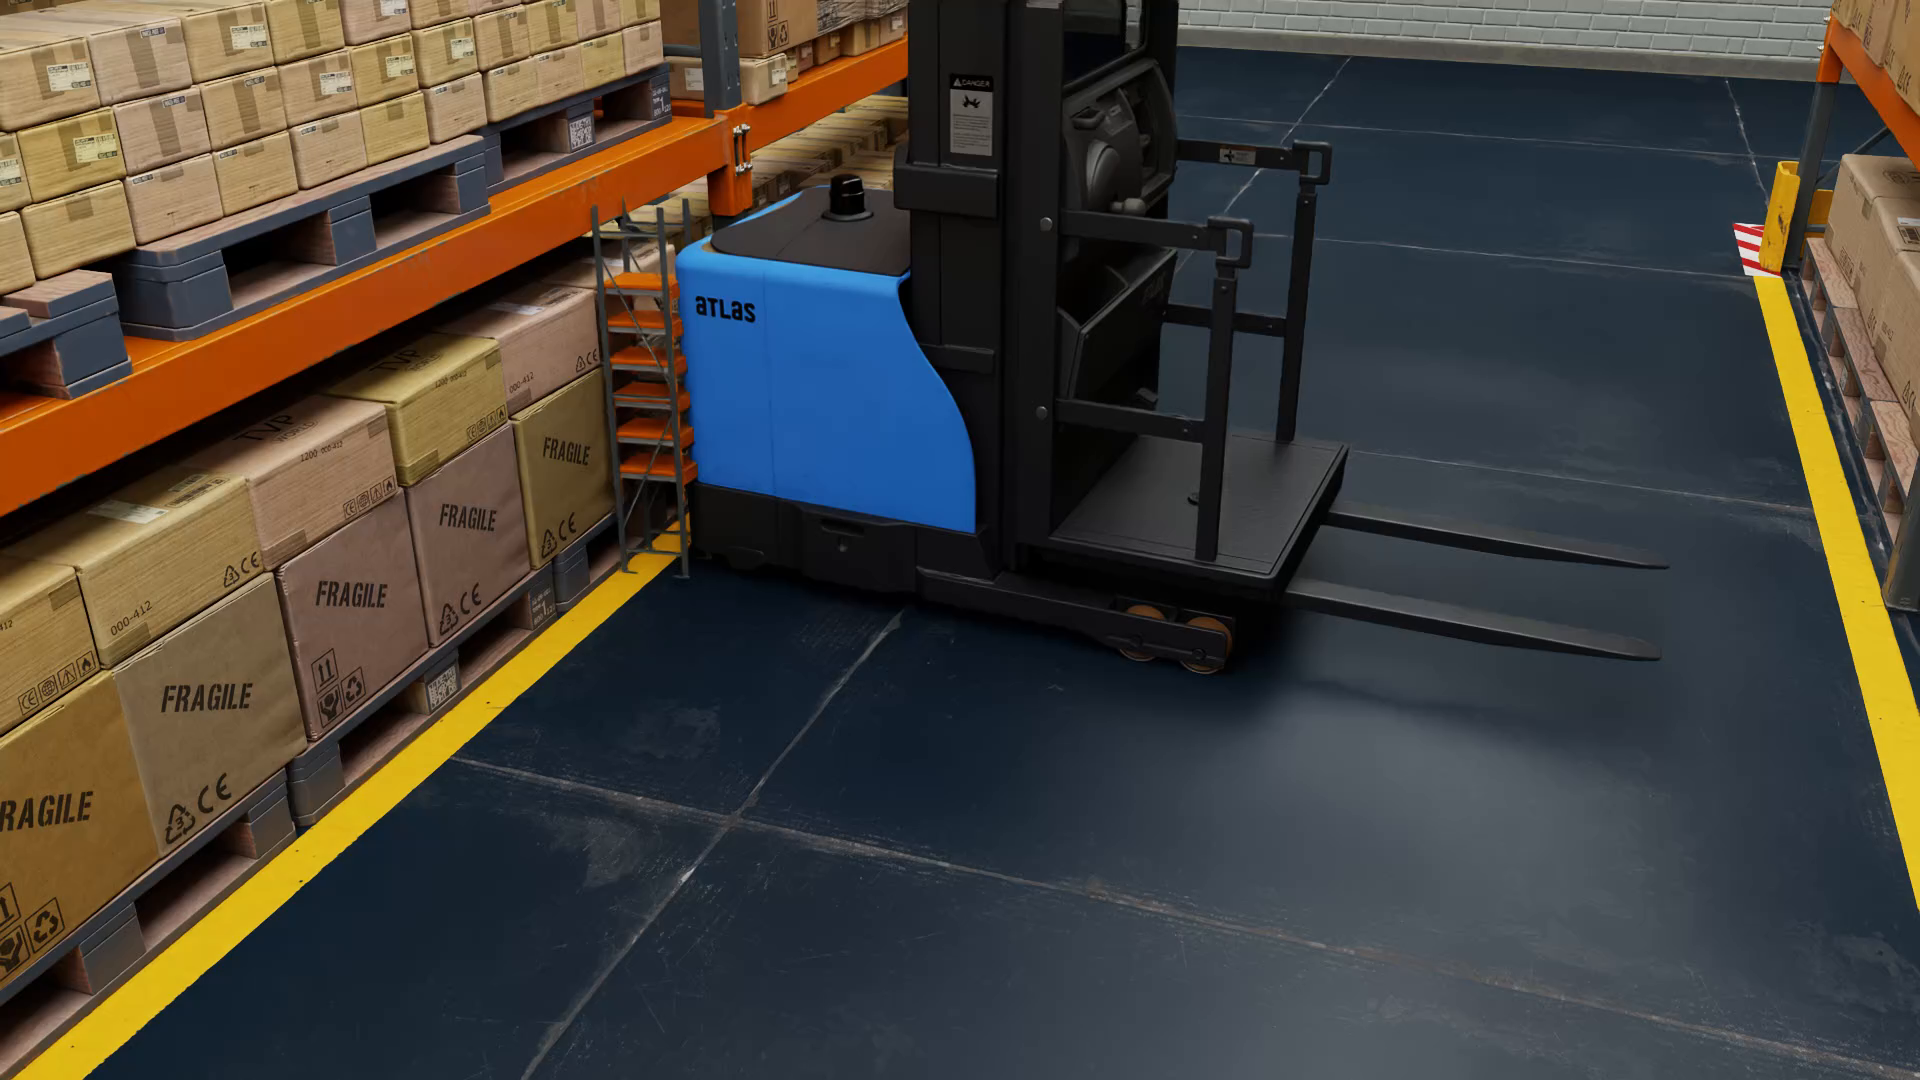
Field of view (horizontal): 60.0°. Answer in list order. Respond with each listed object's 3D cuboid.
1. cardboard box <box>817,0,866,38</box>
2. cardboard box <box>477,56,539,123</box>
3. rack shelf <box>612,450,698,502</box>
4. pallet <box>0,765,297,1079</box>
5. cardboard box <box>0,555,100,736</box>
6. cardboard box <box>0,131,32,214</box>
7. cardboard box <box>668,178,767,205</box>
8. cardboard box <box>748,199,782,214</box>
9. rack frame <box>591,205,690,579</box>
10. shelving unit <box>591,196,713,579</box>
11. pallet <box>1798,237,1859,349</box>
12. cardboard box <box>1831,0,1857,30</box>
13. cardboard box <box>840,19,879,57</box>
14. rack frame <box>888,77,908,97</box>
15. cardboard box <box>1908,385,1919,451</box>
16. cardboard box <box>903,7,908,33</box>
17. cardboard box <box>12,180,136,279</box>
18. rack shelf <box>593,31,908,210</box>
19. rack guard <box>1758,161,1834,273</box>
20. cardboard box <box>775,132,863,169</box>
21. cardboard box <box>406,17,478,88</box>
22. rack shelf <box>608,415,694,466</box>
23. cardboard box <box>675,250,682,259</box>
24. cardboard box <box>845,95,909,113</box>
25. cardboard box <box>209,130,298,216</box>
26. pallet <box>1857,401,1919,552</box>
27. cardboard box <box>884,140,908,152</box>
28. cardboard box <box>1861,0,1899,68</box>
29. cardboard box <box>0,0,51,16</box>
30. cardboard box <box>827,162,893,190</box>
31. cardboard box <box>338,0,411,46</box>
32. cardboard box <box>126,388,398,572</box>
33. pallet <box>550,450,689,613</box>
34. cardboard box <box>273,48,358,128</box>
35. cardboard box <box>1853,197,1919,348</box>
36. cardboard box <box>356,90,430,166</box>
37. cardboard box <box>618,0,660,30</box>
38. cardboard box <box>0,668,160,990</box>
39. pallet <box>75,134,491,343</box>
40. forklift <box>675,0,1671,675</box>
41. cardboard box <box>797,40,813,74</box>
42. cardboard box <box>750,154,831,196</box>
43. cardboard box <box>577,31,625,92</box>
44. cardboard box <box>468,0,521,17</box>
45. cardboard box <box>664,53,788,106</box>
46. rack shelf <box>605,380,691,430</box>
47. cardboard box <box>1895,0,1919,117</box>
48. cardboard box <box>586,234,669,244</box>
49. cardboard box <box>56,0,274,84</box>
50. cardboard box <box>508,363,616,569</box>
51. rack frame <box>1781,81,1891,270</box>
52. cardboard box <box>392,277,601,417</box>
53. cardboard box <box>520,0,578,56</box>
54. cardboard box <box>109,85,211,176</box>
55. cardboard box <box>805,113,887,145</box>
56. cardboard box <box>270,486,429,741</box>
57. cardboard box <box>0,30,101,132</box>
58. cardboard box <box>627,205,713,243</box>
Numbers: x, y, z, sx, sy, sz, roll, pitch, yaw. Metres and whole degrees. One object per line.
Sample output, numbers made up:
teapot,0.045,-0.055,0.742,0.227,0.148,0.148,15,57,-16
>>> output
cardboard box,-0.705,-2.306,6.615,0.500,0.500,0.500,9,27,17
cardboard box,-1.465,-1.328,4.857,0.380,0.149,0.250,7,27,15
rack shelf,-0.976,-0.210,5.424,0.258,0.103,0.180,5,21,15
pallet,-2.335,0.822,3.810,1.003,0.211,1.213,9,27,17
cardboard box,-2.138,0.238,3.342,0.500,0.250,0.500,8,27,15
cardboard box,-2.072,-0.713,3.246,0.380,0.149,0.250,8,27,16
cardboard box,-1.106,-1.548,7.611,0.380,0.149,0.250,7,27,15
cardboard box,-0.705,-1.367,7.238,0.380,0.149,0.250,8,27,16
rack frame,-1.004,-0.447,5.244,0.240,1.200,0.006,5,21,15
shelving unit,-0.979,-0.478,5.326,0.258,1.200,0.189,5,21,15
pallet,4.575,-1.128,7.838,1.003,0.211,1.213,9,27,17
cardboard box,4.337,-2.613,7.589,0.500,0.500,0.500,9,27,17
cardboard box,-0.566,-2.151,7.038,0.380,0.149,0.250,9,27,18
rack frame,0.066,-3.400,9.329,1.000,3.000,0.127,9,27,17
cardboard box,3.747,-0.358,5.505,0.875,0.438,0.875,8,27,17
cardboard box,-0.424,-2.377,7.505,0.380,0.149,0.250,10,28,19
cardboard box,-1.990,-0.675,3.508,0.380,0.149,0.250,10,28,20
rack shelf,-0.600,-2.254,7.789,1.077,0.370,4.000,9,27,17
rack guard,4.775,-1.608,8.498,1.175,0.500,0.348,9,27,17
cardboard box,-0.717,-1.965,8.473,0.380,0.149,0.250,10,28,19
cardboard box,-1.558,-1.344,4.548,0.380,0.149,0.250,7,27,15
rack shelf,-0.977,-0.323,5.383,0.258,0.103,0.180,5,21,15
cardboard box,-0.955,-1.041,6.565,0.380,0.149,0.250,10,28,20
cardboard box,-0.429,-2.407,9.387,0.380,0.149,0.250,8,27,15
cardboard box,-1.818,-0.888,3.948,0.380,0.149,0.250,9,27,18
pallet,3.763,-0.126,5.767,1.003,0.211,1.213,9,27,17
cardboard box,-0.158,-1.883,8.305,0.380,0.149,0.250,10,28,19
cardboard box,4.009,-2.194,6.725,0.500,0.500,0.500,9,27,17
cardboard box,-2.433,-1.255,4.023,0.380,0.149,0.250,10,28,20
cardboard box,-0.411,-1.680,7.884,0.380,0.149,0.250,9,27,18
cardboard box,-1.649,-1.371,4.263,0.380,0.149,0.250,8,27,15
cardboard box,-1.793,-0.172,4.188,0.500,0.250,0.500,9,27,18
pallet,-1.523,-0.181,5.881,1.003,0.211,1.213,9,27,17
cardboard box,-1.733,-1.132,4.112,0.380,0.149,0.250,10,27,19
cardboard box,4.346,-1.096,7.030,0.875,0.438,0.875,9,27,19
cardboard box,-1.641,-1.104,4.395,0.380,0.149,0.250,10,28,20
cardboard box,-1.211,-1.774,5.436,0.380,0.149,0.250,10,27,19
cardboard box,-2.120,0.570,3.517,0.500,0.500,0.500,8,27,15
pallet,-1.976,-0.845,4.274,1.003,0.211,1.213,9,27,17
forklift,0.662,-1.185,4.833,3.031,2.935,1.130,11,28,21
cardboard box,-0.807,-1.946,6.615,0.380,0.149,0.250,8,27,15
cardboard box,-0.842,-1.746,8.022,0.380,0.149,0.250,9,27,18
cardboard box,-1.296,-1.533,5.280,0.380,0.149,0.250,9,27,18
cardboard box,-1.478,-1.582,4.699,0.380,0.149,0.250,9,27,17
cardboard box,-0.862,-1.712,6.132,0.380,0.149,0.250,10,28,19
rack shelf,-0.978,-0.436,5.342,0.258,0.103,0.180,5,21,15
cardboard box,3.669,-1.773,5.855,0.500,0.500,0.500,8,27,17
cardboard box,-1.392,-1.113,6.714,0.380,0.149,0.250,10,27,19
cardboard box,-1.824,-1.158,3.823,0.380,0.149,0.250,10,27,19
cardboard box,-1.445,-0.268,5.249,0.500,0.500,0.500,8,27,16
rack frame,4.767,-2.723,7.933,1.000,3.000,0.127,9,27,17
cardboard box,-1.458,-0.605,5.084,0.500,0.250,0.500,10,28,20
cardboard box,-1.383,-1.564,5.002,0.380,0.149,0.250,10,28,20
cardboard box,-1.905,-0.919,3.672,0.380,0.149,0.250,9,27,18
cardboard box,-0.612,-2.192,8.941,0.380,0.149,0.250,9,27,17
cardboard box,-1.790,0.152,4.381,0.500,0.500,0.500,8,27,16
cardboard box,-1.998,-0.937,3.368,0.380,0.149,0.250,8,27,15
cardboard box,-1.269,-1.328,7.157,0.380,0.149,0.250,8,27,17
